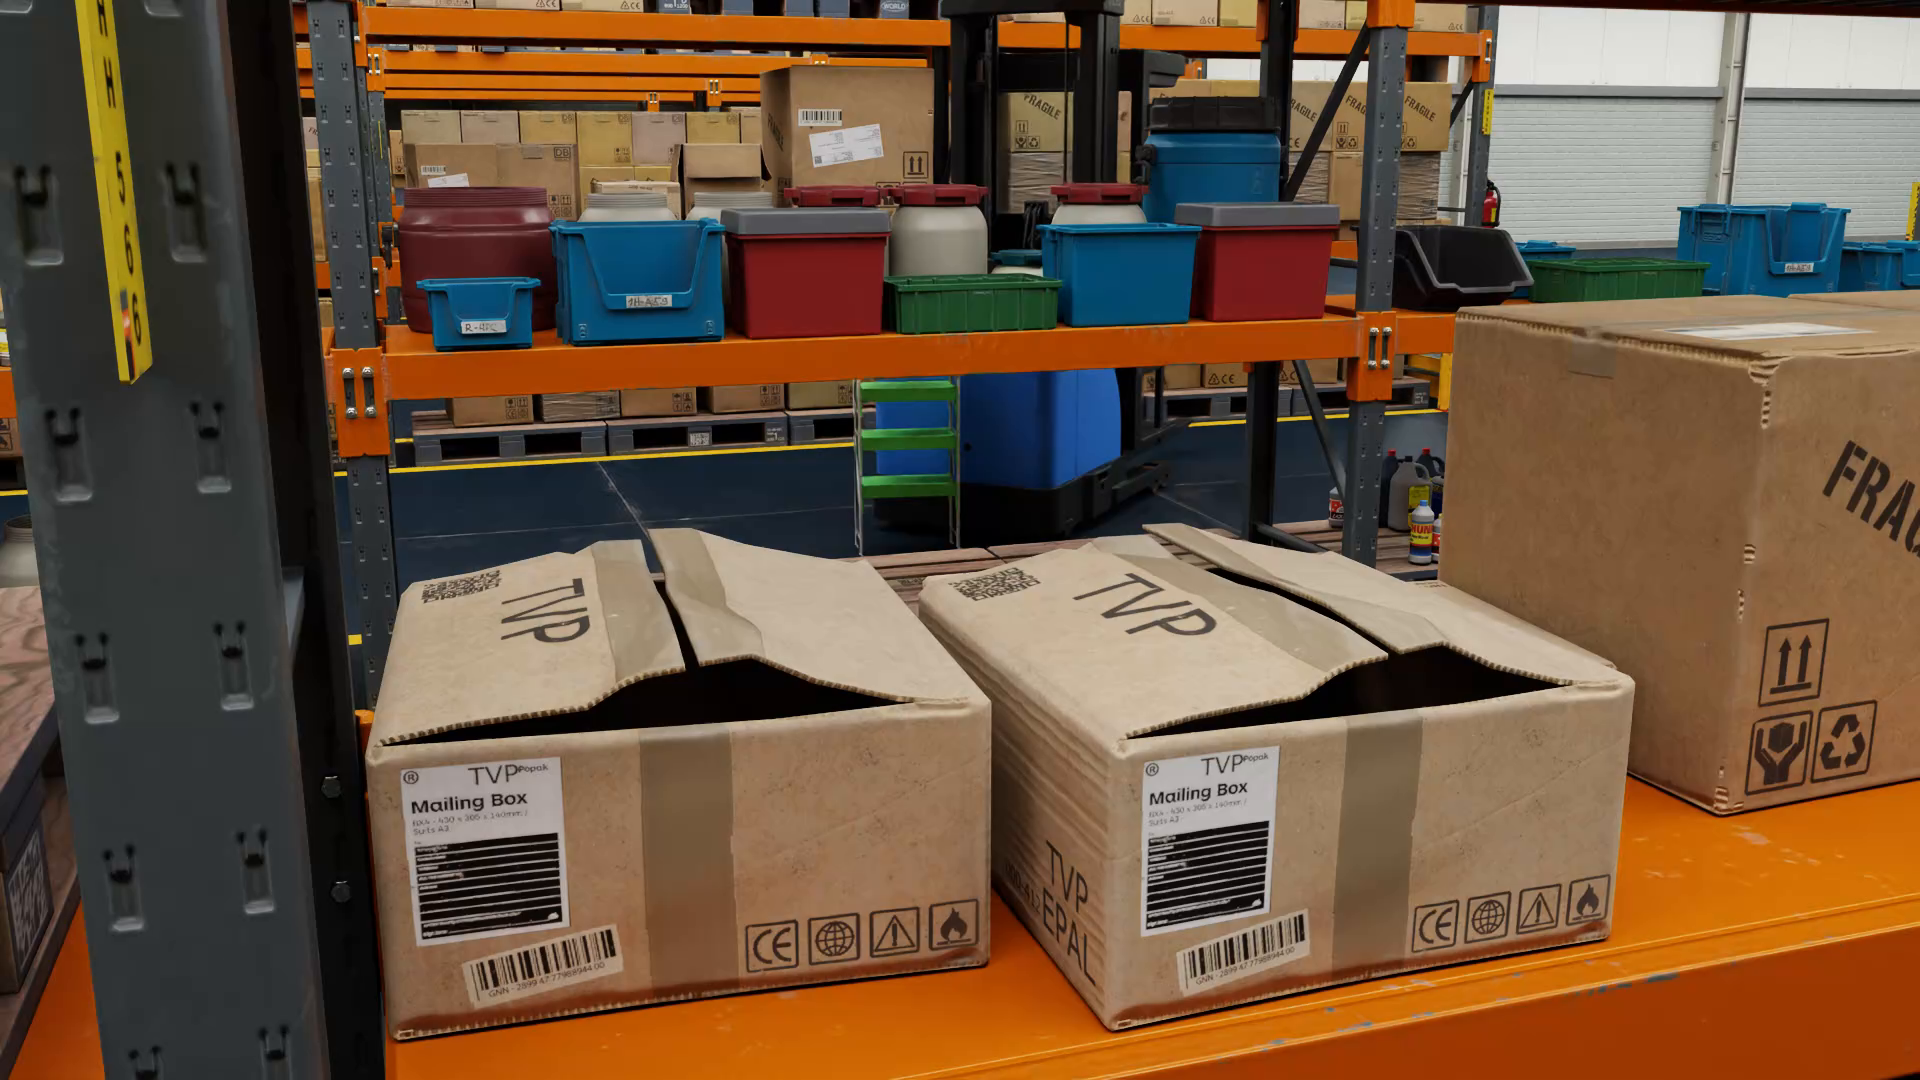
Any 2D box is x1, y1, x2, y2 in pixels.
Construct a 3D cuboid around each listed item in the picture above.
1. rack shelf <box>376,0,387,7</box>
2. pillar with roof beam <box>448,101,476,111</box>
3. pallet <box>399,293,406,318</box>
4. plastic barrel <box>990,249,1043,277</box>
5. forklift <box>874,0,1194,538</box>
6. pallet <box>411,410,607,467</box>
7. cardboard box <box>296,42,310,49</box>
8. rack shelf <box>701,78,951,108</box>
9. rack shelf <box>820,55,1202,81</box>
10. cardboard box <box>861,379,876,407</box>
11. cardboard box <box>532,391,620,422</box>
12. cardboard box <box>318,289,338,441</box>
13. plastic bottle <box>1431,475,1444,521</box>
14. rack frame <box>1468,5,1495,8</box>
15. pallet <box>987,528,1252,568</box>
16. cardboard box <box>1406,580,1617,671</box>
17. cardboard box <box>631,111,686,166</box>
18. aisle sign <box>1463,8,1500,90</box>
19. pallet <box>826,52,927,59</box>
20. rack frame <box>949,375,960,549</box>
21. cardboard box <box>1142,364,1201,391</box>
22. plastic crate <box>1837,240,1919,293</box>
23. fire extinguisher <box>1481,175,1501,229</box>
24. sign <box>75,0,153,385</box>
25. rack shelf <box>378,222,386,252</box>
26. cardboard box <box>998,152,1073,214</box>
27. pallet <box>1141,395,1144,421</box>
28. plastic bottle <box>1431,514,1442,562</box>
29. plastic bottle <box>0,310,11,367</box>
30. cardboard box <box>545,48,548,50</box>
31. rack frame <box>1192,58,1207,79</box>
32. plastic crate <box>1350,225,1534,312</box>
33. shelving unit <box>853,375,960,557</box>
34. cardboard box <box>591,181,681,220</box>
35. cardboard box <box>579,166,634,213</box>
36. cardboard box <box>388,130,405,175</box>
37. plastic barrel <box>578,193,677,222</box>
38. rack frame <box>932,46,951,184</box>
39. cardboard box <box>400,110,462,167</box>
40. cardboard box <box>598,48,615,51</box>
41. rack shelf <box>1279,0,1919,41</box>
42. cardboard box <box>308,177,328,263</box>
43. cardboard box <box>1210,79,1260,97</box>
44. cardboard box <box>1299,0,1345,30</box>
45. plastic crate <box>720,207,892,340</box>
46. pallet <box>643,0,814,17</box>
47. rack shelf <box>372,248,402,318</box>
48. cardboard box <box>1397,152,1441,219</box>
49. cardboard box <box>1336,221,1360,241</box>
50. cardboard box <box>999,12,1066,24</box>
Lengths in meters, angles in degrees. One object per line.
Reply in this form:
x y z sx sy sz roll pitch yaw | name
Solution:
-6.644 -7.800 24.409 4.000 0.370 1.077 -4 14 -18 | rack shelf
-6.219 -7.547 20.925 0.400 9.000 9.100 -4 14 -18 | pillar with roof beam
-6.212 -2.891 20.341 1.213 0.211 1.003 -4 14 -18 | pallet
0.275 -1.094 7.061 0.301 0.262 0.301 0 13 0 | plastic barrel
0.621 -1.736 9.606 1.130 2.935 3.031 6 15 24 | forklift
-3.051 -0.718 11.204 1.213 0.211 1.003 -4 14 -18 | pallet
-5.739 -4.522 14.474 0.500 0.500 0.500 -4 14 -18 | cardboard box
-1.267 -5.742 21.375 4.000 0.370 1.077 -4 14 -18 | rack shelf
0.408 -4.664 16.842 4.000 0.370 1.077 -4 14 -18 | rack shelf
-0.590 -1.269 11.949 0.500 0.500 0.700 -6 14 -22 | cardboard box
-2.642 -1.112 11.288 0.500 0.500 0.700 -6 15 -23 | cardboard box
-4.453 -1.141 10.642 0.875 0.875 1.225 -5 14 -21 | cardboard box
2.350 -0.209 7.975 0.135 0.276 0.152 -4 14 -18 | plastic bottle
3.790 -5.526 12.428 0.127 3.000 1.000 -4 14 -18 | rack frame
0.846 0.197 7.357 1.213 0.211 1.003 -4 14 -18 | pallet
0.554 0.172 1.981 0.250 0.149 0.380 -3 14 -14 | cardboard box
-2.922 -3.829 15.881 0.500 0.500 0.700 -4 14 -18 | cardboard box
3.944 -3.811 12.564 0.004 0.787 0.394 -4 14 -18 | aisle sign
-0.709 -4.882 16.393 1.213 0.211 1.003 -4 14 -18 | pallet
-0.027 -0.545 8.340 0.015 1.200 0.240 -2 14 -9 | rack frame
1.494 -1.428 12.659 0.500 0.500 0.500 -6 15 -23 | cardboard box
4.373 -1.299 7.945 0.408 0.251 0.499 -4 14 -18 | plastic crate
4.045 -2.477 12.742 0.183 0.674 0.296 -4 14 -18 | fire extinguisher
-0.455 -0.250 0.882 0.005 0.325 0.100 -4 14 -18 | sign
-7.174 -2.615 14.707 4.000 0.370 1.077 -4 14 -18 | rack shelf
0.445 -2.525 11.917 0.500 0.500 0.875 -4 14 -18 | cardboard box
0.624 -1.013 12.445 1.213 0.211 1.003 -4 14 -18 | pallet
2.116 -0.013 7.313 0.097 0.201 0.097 0 13 0 | plastic bottle
-3.071 -0.667 5.396 0.097 0.201 0.097 0 13 0 | plastic bottle
-6.085 -7.079 24.510 0.500 0.311 0.500 -5 14 -20 | cardboard box
2.304 -3.703 17.727 0.127 3.000 1.000 -4 14 -18 | rack frame
2.115 -1.206 7.366 0.504 0.338 0.767 -4 14 -18 | plastic crate
-0.268 -0.536 8.303 0.503 1.200 0.258 -2 14 -9 | shelving unit
-2.131 -2.221 10.916 0.500 0.250 0.500 -5 14 -20 | cardboard box
-3.335 -3.246 15.592 0.500 0.500 0.500 -5 14 -19 | cardboard box
-6.453 -4.570 19.609 0.500 0.500 0.500 -5 14 -20 | cardboard box
-1.306 -1.108 6.576 0.421 0.512 0.421 0 13 0 | plastic barrel
-0.001 -2.312 11.881 0.127 3.000 1.000 -4 14 -18 | rack frame
-4.850 -3.678 15.247 0.500 0.500 0.700 -5 14 -18 | cardboard box
-4.151 -5.965 20.173 0.500 0.250 0.500 -4 14 -17 | cardboard box
3.474 -2.483 7.671 4.000 0.370 1.077 -4 14 -18 | rack shelf
-4.181 -1.975 10.247 0.500 0.500 0.500 -4 14 -16 | cardboard box
1.924 -3.083 12.101 0.500 0.500 0.500 -4 14 -18 | cardboard box
2.453 -3.829 12.100 0.500 0.250 0.500 -4 14 -17 | cardboard box
-0.584 -1.014 6.285 0.583 0.464 0.402 -4 14 -18 | plastic crate
-1.603 -3.581 11.137 1.003 0.211 1.213 -4 14 -18 | pallet
-1.897 -1.814 11.344 4.000 0.370 1.077 -4 14 -18 | rack shelf
3.260 -2.766 12.931 0.500 0.500 0.875 -4 14 -18 | cardboard box
2.886 -2.356 12.607 0.250 0.149 0.380 -4 14 -18 | cardboard box
0.507 -3.675 11.455 0.500 0.250 0.500 -5 14 -20 | cardboard box
